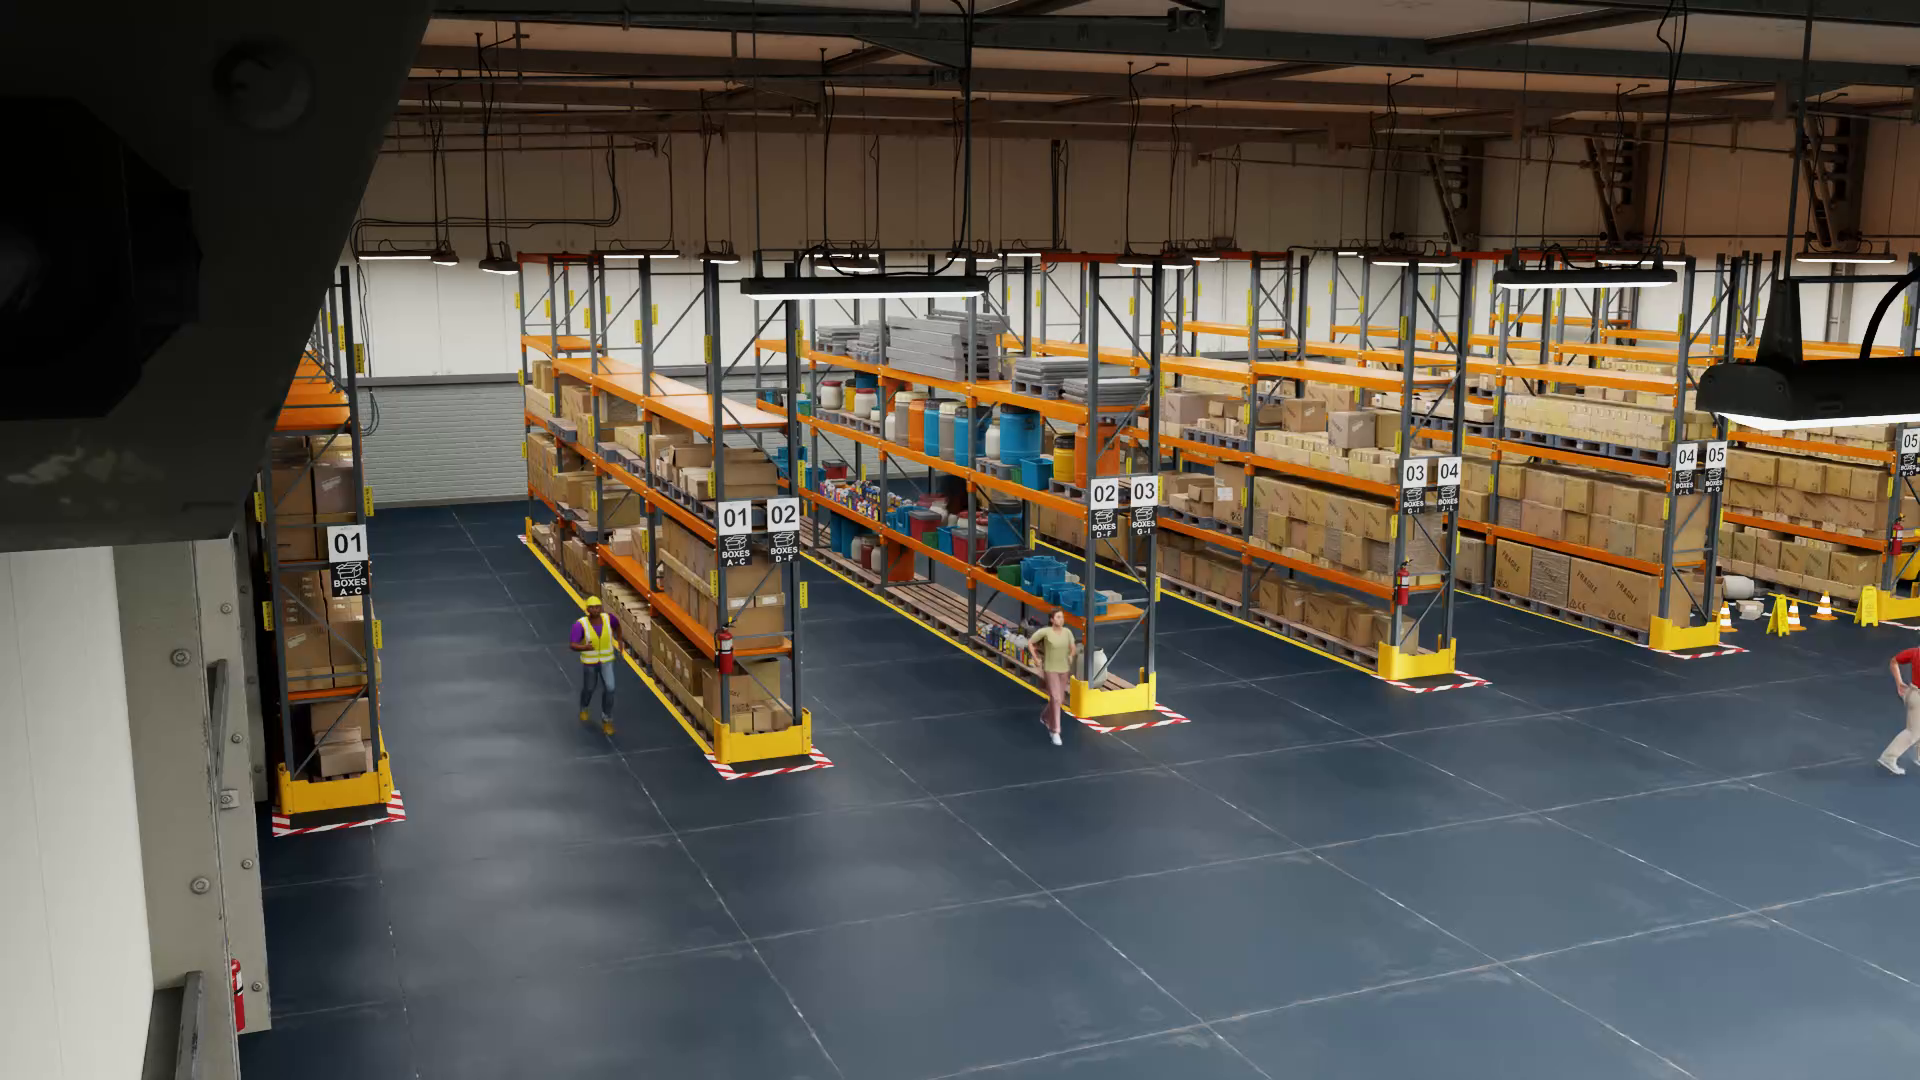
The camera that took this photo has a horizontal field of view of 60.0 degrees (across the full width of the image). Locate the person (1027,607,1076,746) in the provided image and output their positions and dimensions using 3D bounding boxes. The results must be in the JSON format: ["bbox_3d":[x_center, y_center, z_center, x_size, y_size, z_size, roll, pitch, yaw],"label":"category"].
[{"bbox_3d":[1.234,1.708,21.189,0.610,1.702,0.776,-5,12,-25],"label":"person"}]

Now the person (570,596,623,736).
[{"bbox_3d":[-4.682,1.589,21.477,0.710,1.812,0.905,-4,11,-22],"label":"person"}]

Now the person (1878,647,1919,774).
[{"bbox_3d":[11.318,1.954,19.615,0.832,1.808,0.652,2,11,10],"label":"person"}]
